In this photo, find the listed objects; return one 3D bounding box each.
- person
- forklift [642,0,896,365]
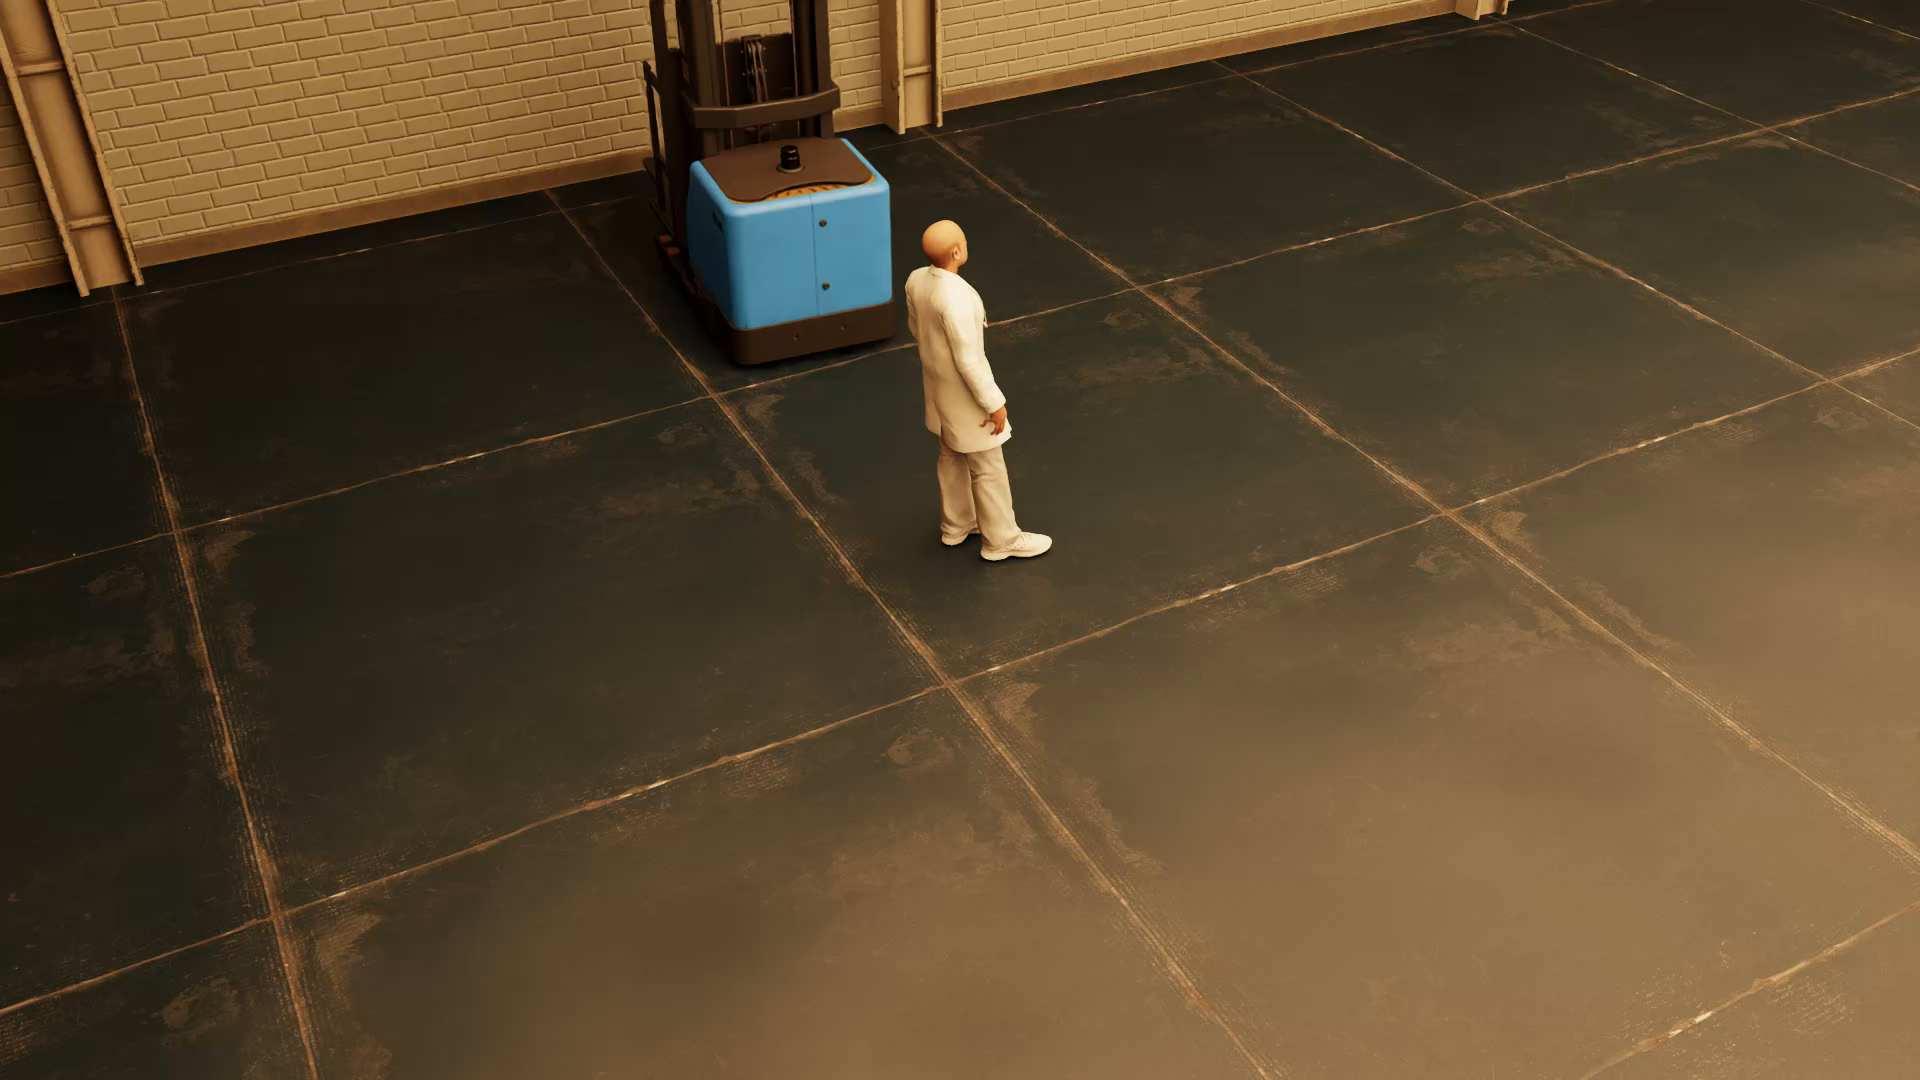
[{"bbox_3d":[0.082,-0.754,8.176,0.581,1.776,0.694,-17,39,-23],"label":"person"},{"bbox_3d":[-1.439,-3.096,10.503,1.130,2.935,3.031,-14,37,-19],"label":"forklift"}]
